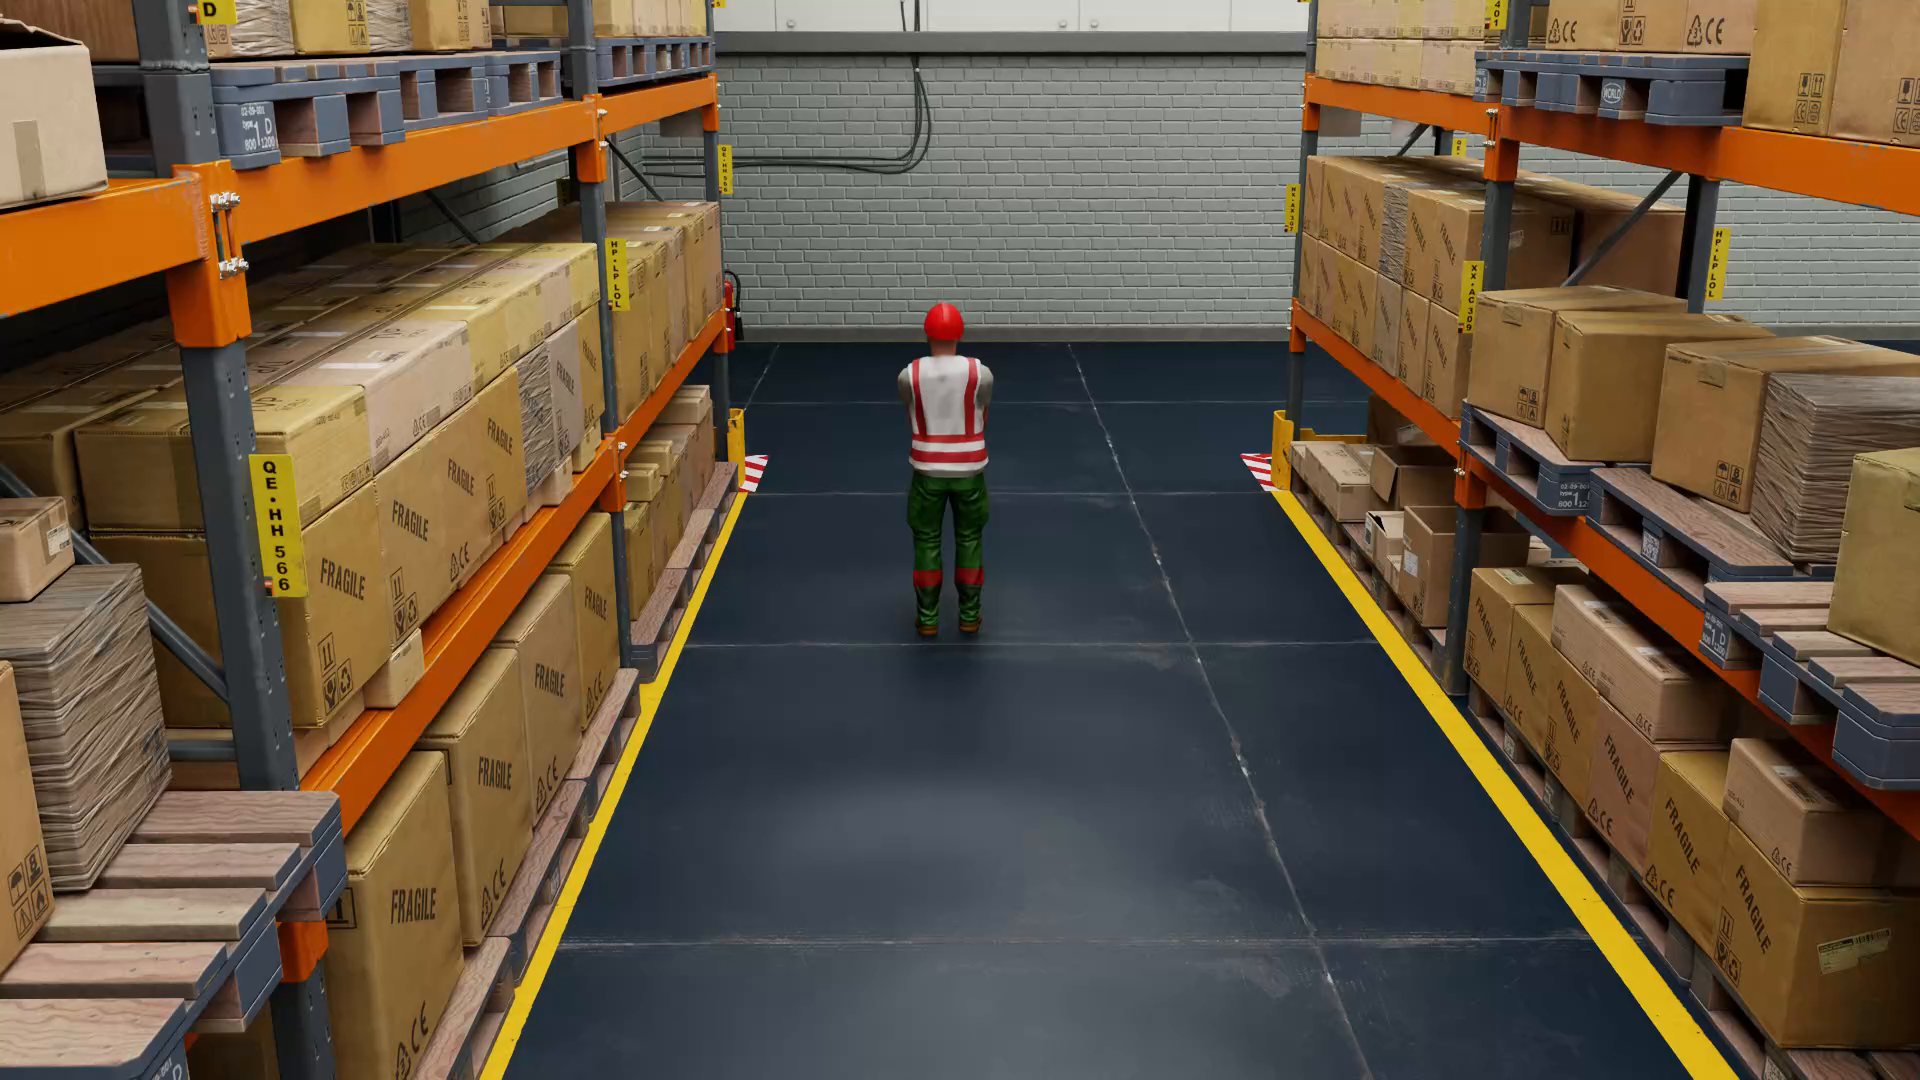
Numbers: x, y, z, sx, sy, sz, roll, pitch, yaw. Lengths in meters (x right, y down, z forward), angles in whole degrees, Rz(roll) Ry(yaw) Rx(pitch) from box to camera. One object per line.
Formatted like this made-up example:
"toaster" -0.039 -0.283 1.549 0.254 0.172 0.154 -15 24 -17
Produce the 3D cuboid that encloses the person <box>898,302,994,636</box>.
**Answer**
"person" -0.073 -0.395 8.809 0.493 1.782 0.570 0 17 0
